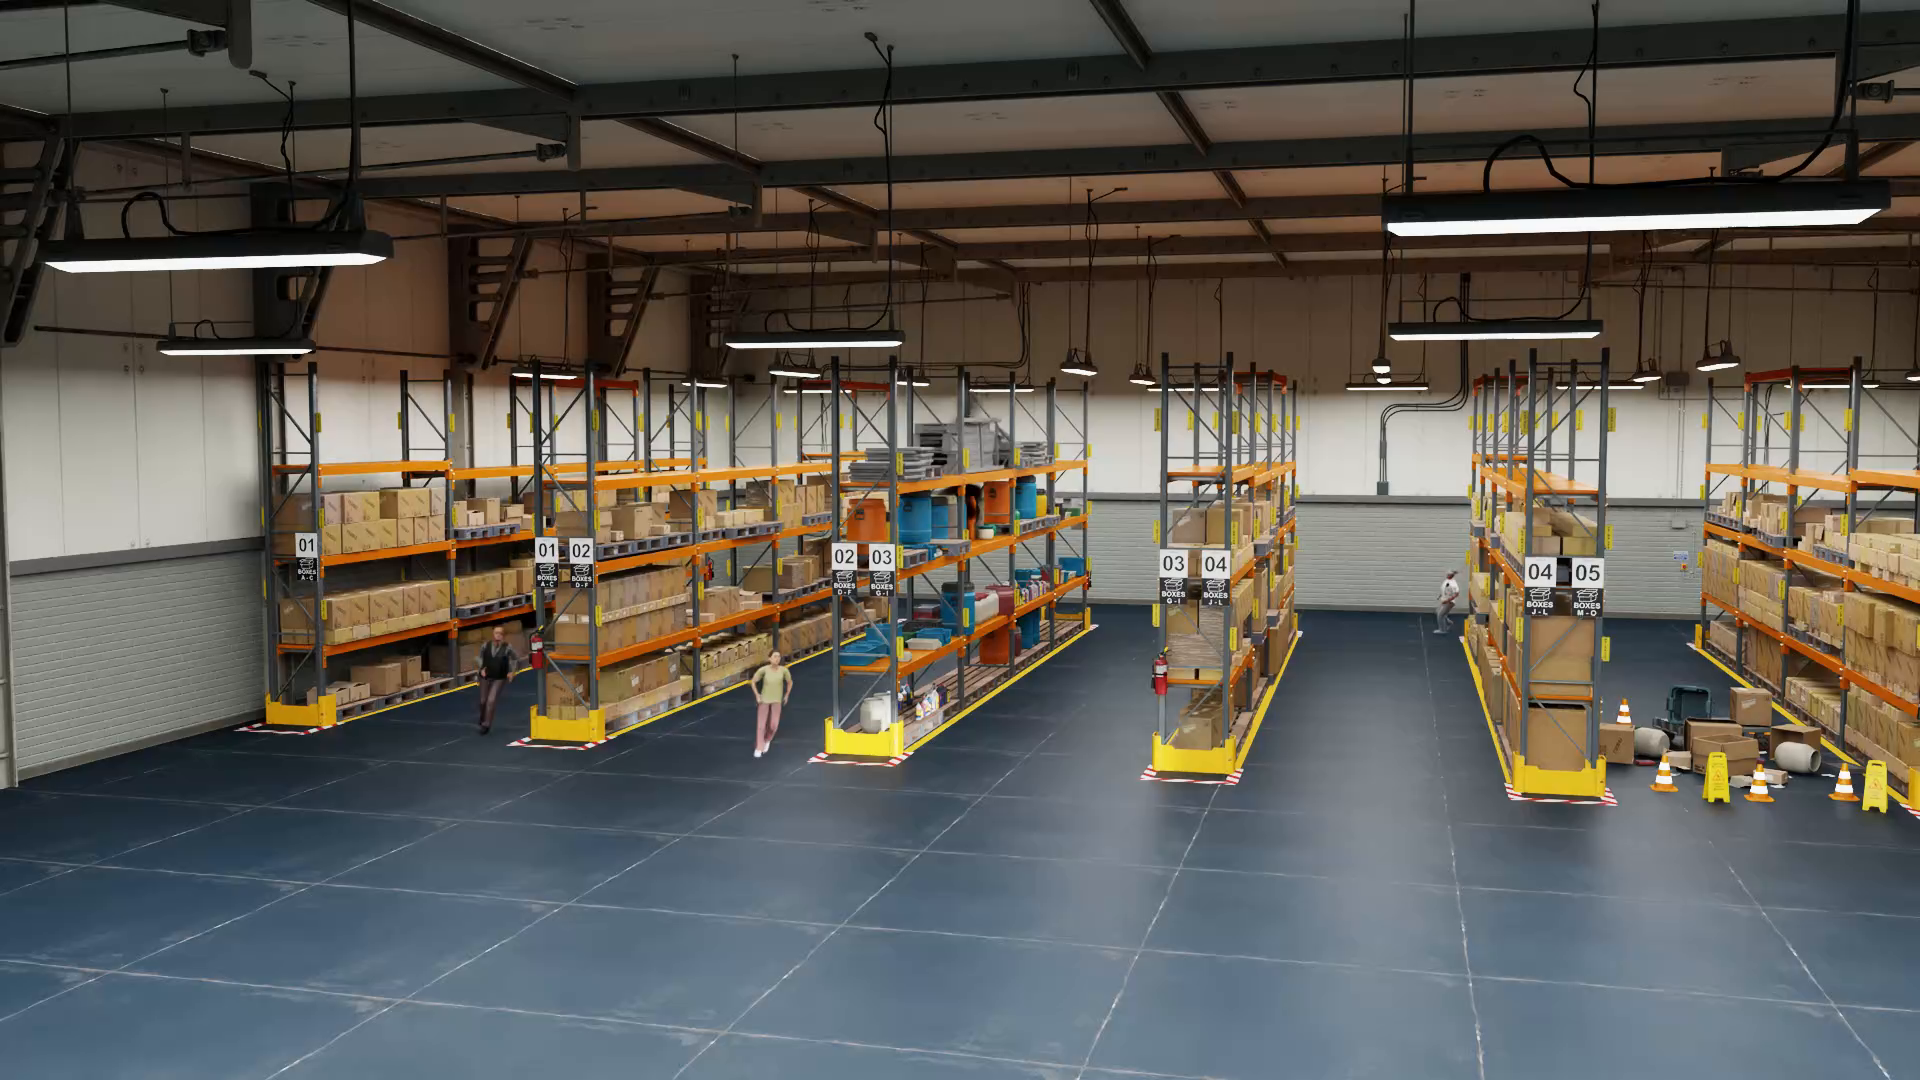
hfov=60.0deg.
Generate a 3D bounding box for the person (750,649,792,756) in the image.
[{"bbox_3d":[-2.820,2.442,24.956,0.636,1.614,0.521,-1,4,-9],"label":"person"}]

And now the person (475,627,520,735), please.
[{"bbox_3d":[-7.536,2.258,27.029,0.738,1.700,0.827,0,4,-4],"label":"person"}]

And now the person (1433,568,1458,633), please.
[{"bbox_3d":[11.542,1.440,39.320,0.492,1.591,0.752,-1,4,-10],"label":"person"}]
